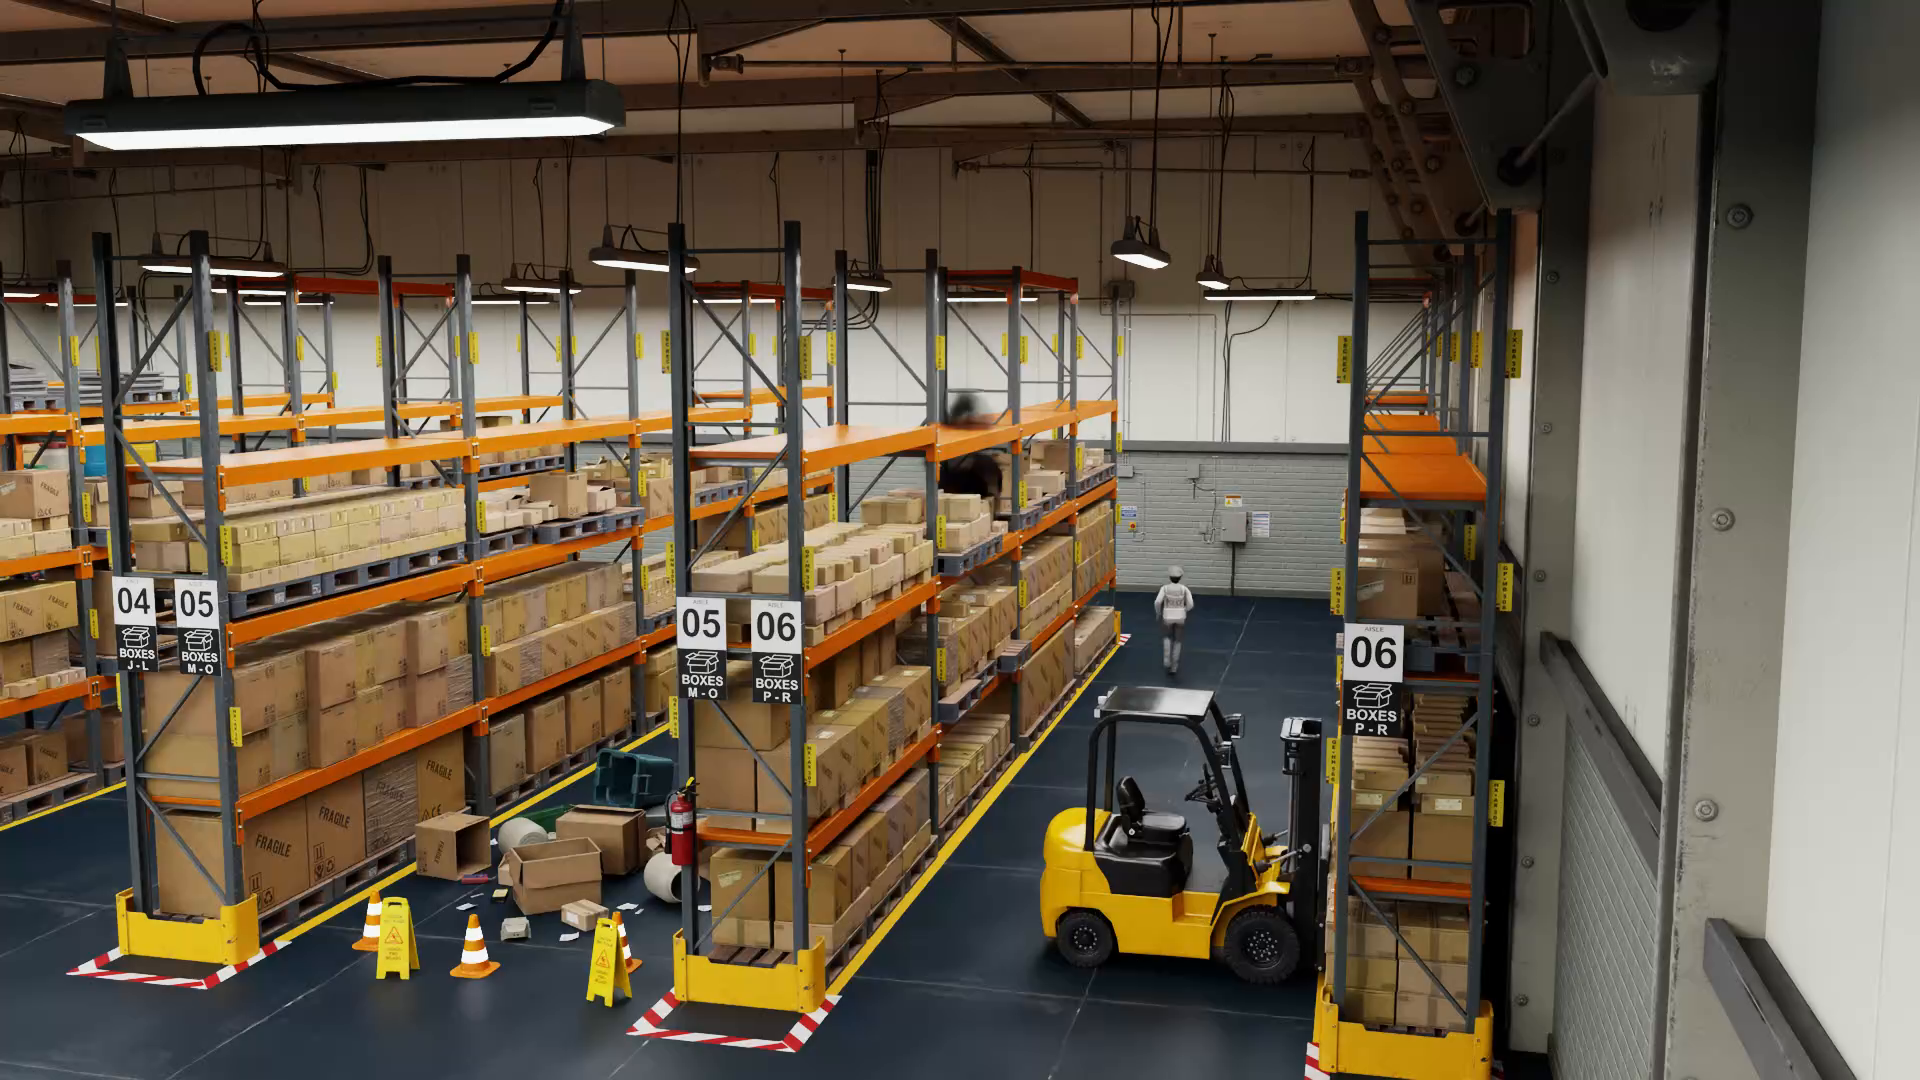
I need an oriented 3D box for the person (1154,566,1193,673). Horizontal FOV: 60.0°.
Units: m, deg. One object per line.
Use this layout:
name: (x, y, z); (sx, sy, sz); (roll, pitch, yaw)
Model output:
person: (3.293, 1.219, 25.712); (0.607, 1.659, 0.518); (1, 7, 5)
